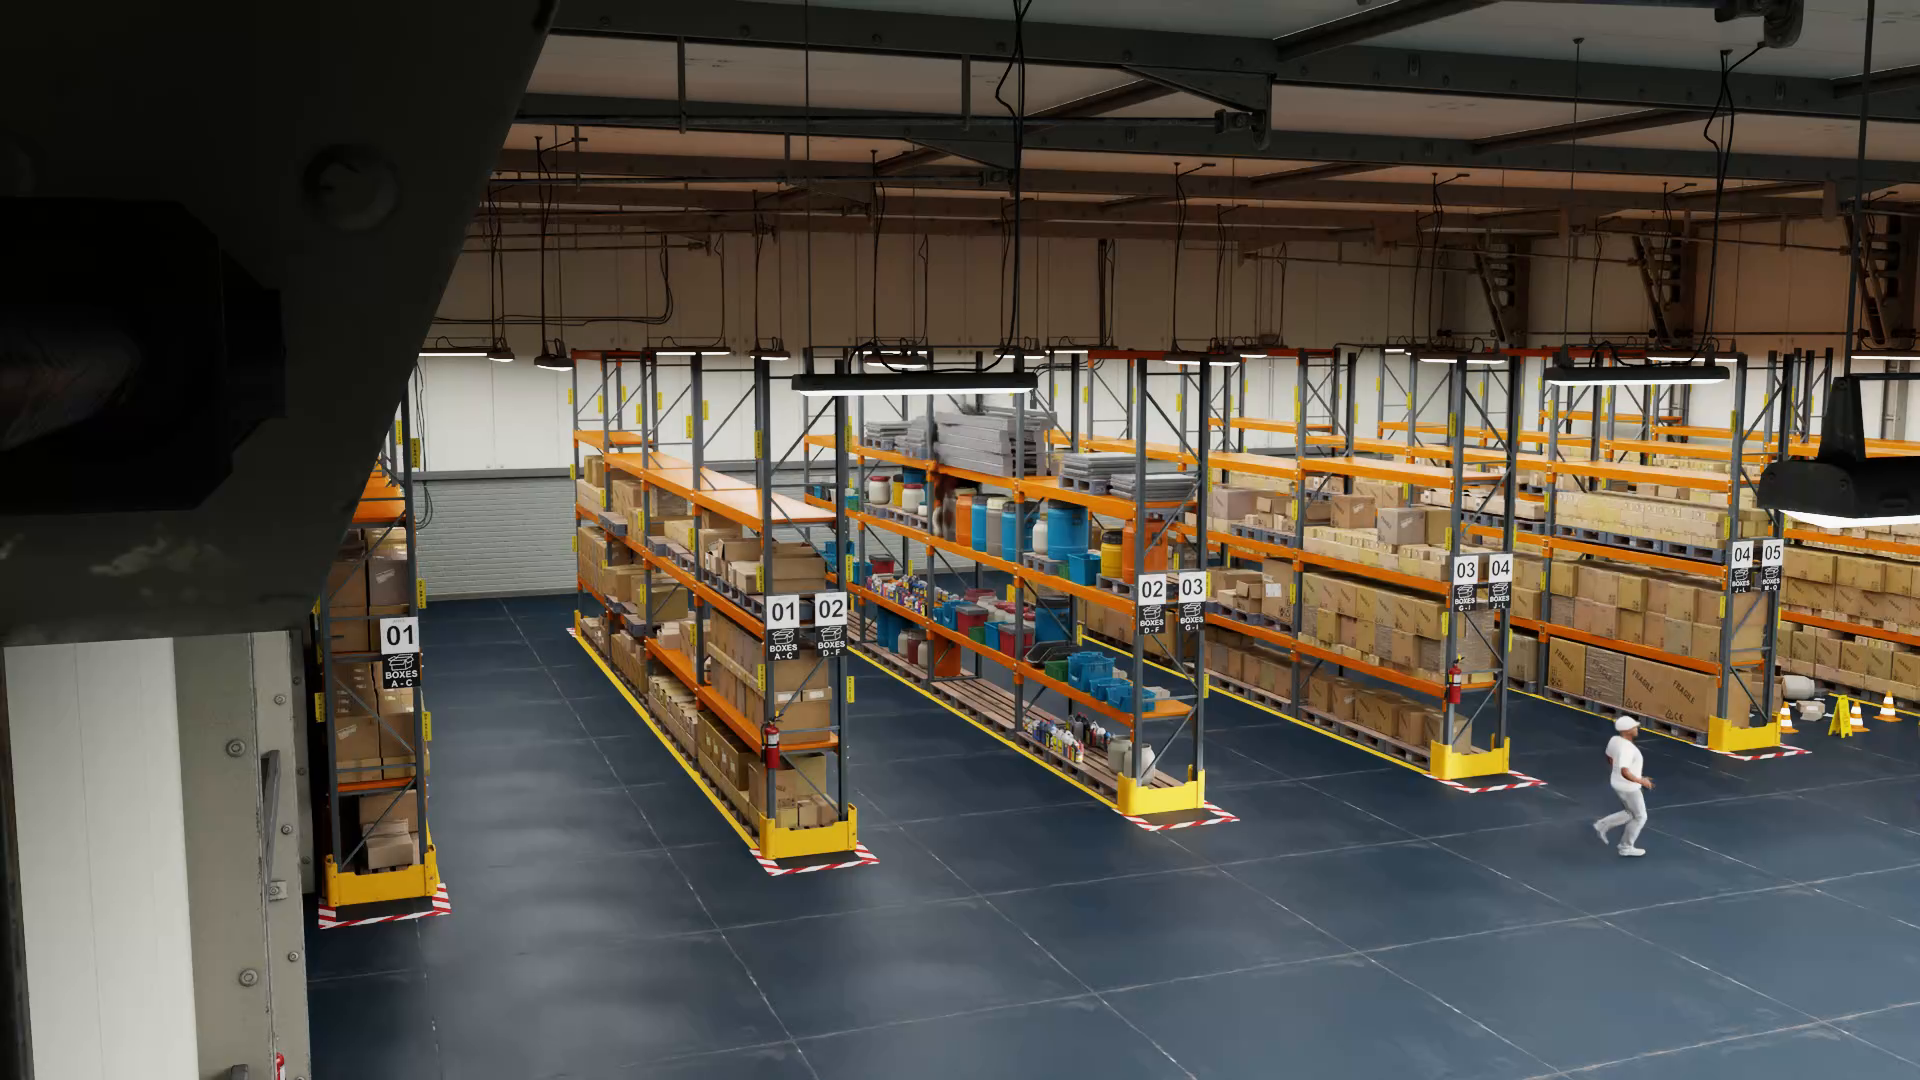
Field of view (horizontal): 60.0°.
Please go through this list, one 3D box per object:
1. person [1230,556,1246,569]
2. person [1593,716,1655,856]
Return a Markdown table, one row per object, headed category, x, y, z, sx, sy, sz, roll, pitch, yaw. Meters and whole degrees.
| category | x | y | z | sx | sy | sz | roll | pitch | yaw |
| --- | --- | --- | --- | --- | --- | --- | --- | --- | --- |
| person | 6.922 | 0.312 | 41.698 | 1.181 | 1.632 | 0.756 | 6 | 10 | 42 |
| person | 8.045 | 2.980 | 20.163 | 0.609 | 1.714 | 0.697 | 1 | 7 | 6 |
